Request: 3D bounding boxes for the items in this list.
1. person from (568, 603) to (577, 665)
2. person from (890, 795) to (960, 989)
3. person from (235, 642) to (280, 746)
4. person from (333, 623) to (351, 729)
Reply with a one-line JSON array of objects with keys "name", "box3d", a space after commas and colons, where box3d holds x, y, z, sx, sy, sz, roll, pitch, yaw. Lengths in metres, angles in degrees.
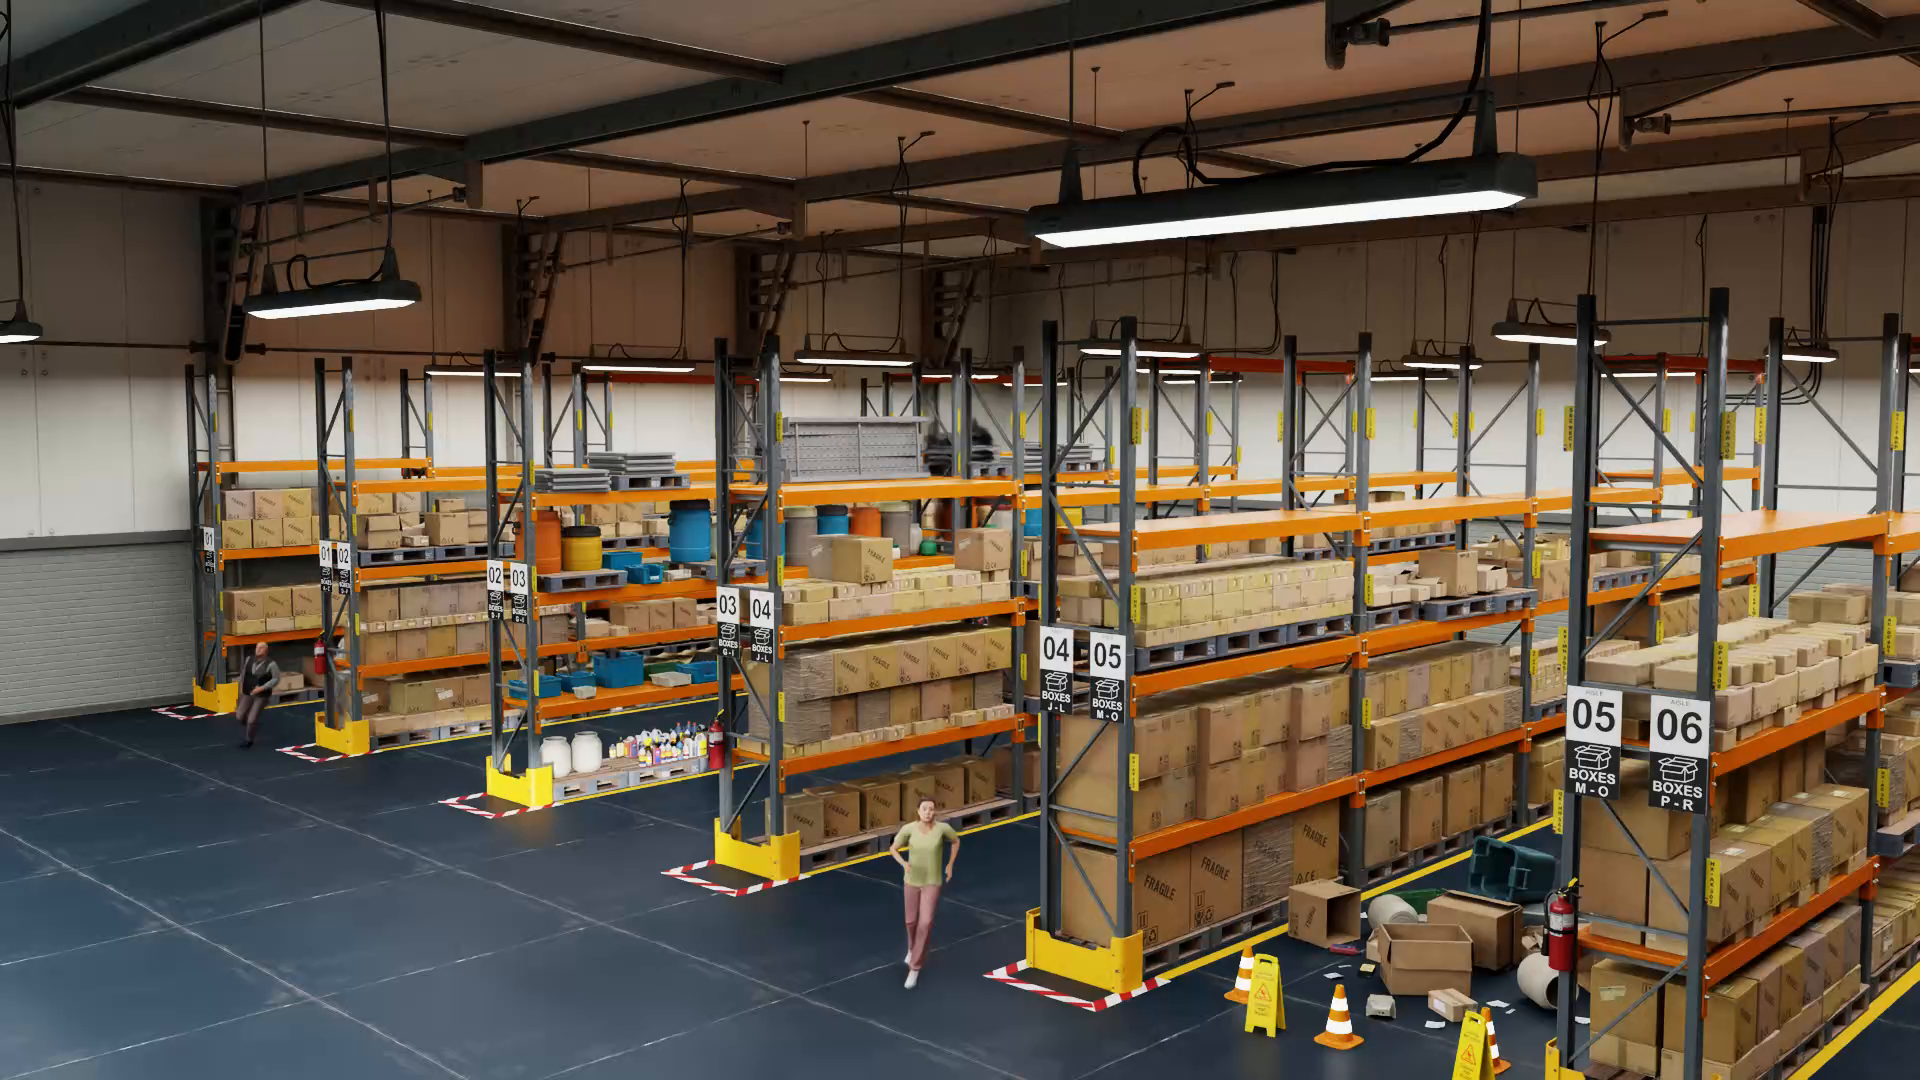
[{"name": "person", "box3d": [-6.944, 1.988, 30.600, 0.753, 1.705, 0.614, -4, 6, -43]}, {"name": "person", "box3d": [-0.334, 3.167, 15.238, 0.615, 1.700, 0.790, 1, 4, 9]}, {"name": "person", "box3d": [-10.853, 2.379, 25.726, 0.715, 1.636, 0.581, 1, 4, 8]}, {"name": "person", "box3d": [-9.958, 2.204, 27.075, 0.656, 1.824, 0.744, 3, 5, 32]}]
